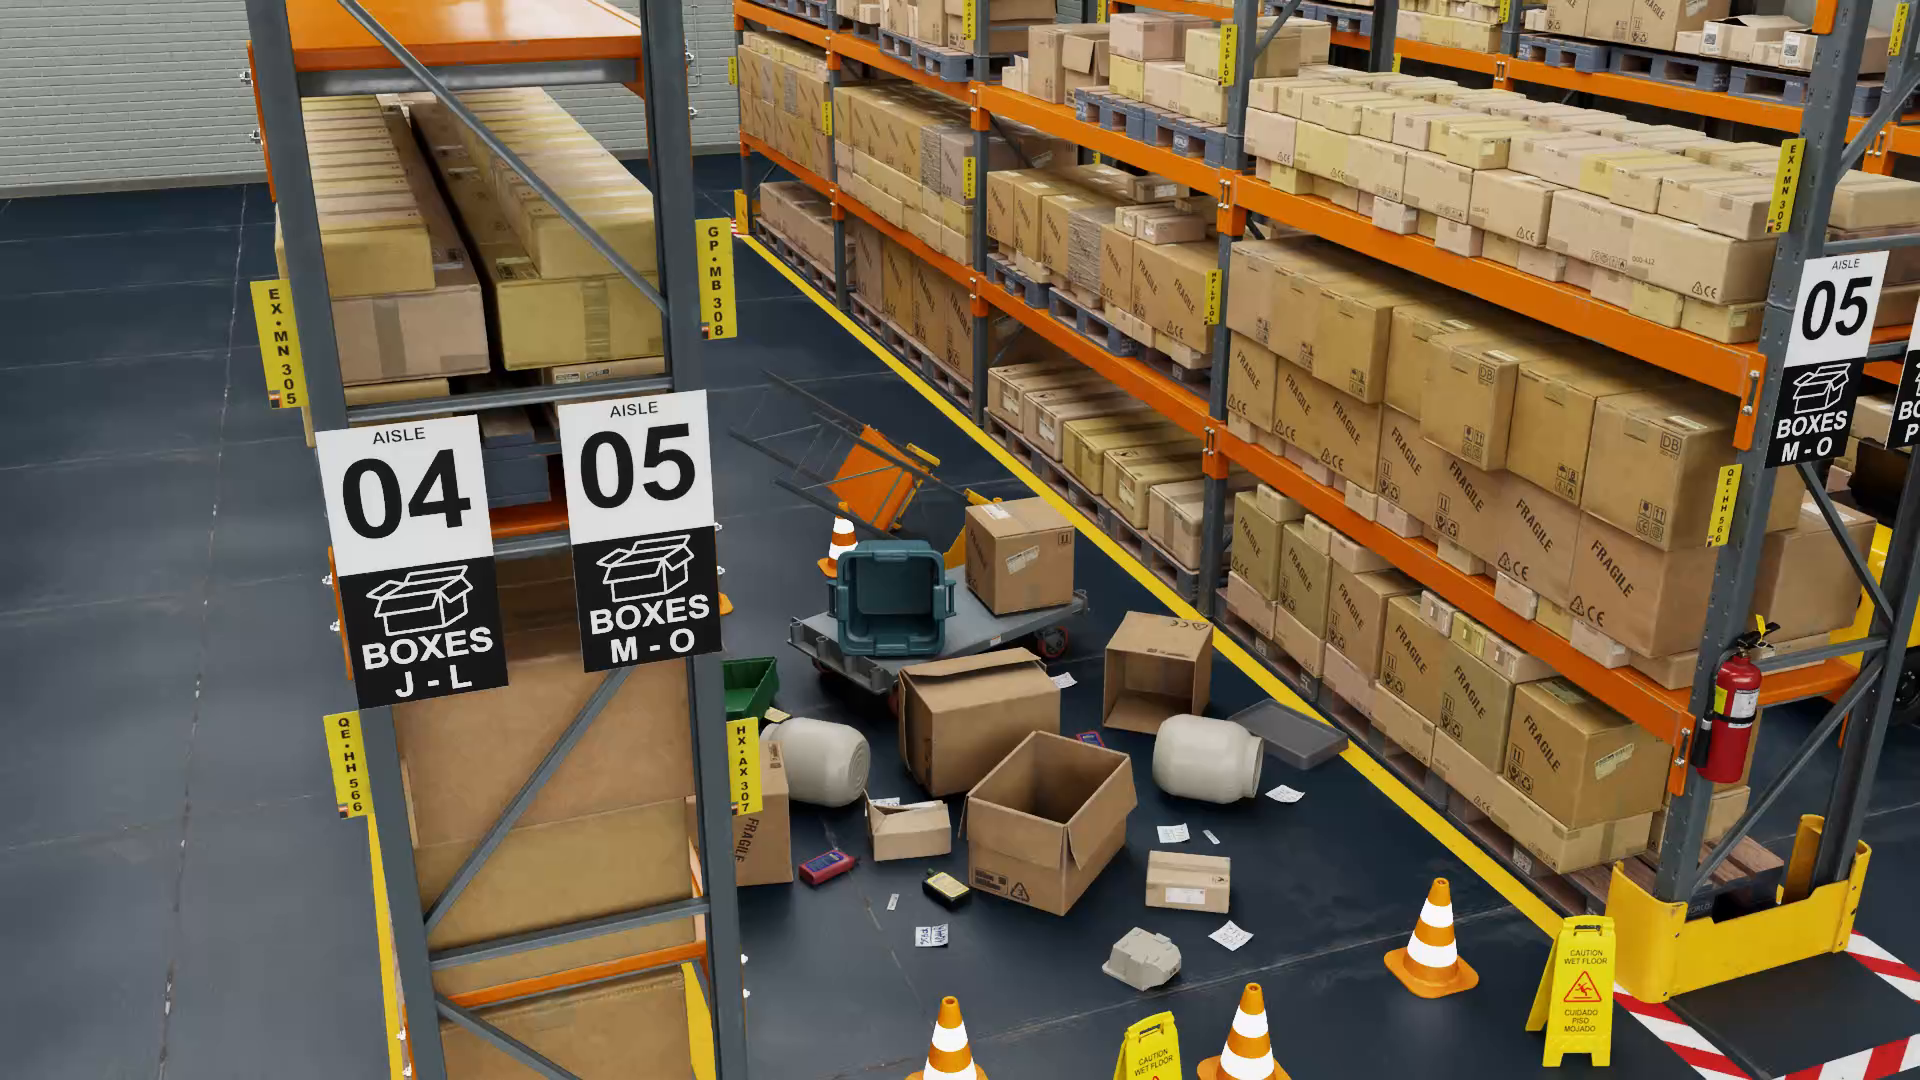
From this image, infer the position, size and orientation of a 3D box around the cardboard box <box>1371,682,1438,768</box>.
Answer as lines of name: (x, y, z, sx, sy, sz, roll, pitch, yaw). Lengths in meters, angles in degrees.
cardboard box: (2.516, 0.920, 8.705, 0.500, 0.250, 0.500, -9, 25, -21)

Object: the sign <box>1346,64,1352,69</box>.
sign: (4.340, -5.172, 18.668, 0.100, 0.325, 0.005, -8, 24, -19)

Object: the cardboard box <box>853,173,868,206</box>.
cardboard box: (-0.728, -3.425, 16.208, 0.500, 0.250, 0.500, -9, 24, -20)

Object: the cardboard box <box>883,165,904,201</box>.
cardboard box: (-0.384, -3.285, 15.231, 0.500, 0.250, 0.500, -9, 25, -21)

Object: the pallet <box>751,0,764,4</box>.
pallet: (-1.962, -6.405, 19.337, 1.003, 0.211, 1.213, -8, 24, -19)

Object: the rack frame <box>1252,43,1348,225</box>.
rack frame: (3.822, -4.561, 18.709, 1.000, 3.000, 0.127, -8, 24, -19)

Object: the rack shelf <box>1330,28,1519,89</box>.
rack shelf: (4.528, -4.885, 16.542, 1.077, 0.370, 4.000, -8, 24, -19)

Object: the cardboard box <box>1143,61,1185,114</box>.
cardboard box: (1.490, -2.855, 10.452, 0.500, 0.250, 0.500, -8, 24, -18)

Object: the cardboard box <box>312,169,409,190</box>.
cardboard box: (-1.883, -1.030, 5.096, 0.380, 0.149, 0.250, -8, 24, -18)

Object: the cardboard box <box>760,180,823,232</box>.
cardboard box: (-1.907, -4.119, 20.418, 0.875, 0.438, 0.875, -9, 25, -21)

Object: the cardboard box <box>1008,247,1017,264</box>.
cardboard box: (0.602, -2.252, 13.013, 0.380, 0.149, 0.250, -10, 25, -22)

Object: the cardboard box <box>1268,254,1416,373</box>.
cardboard box: (2.118, -1.237, 9.024, 0.700, 0.500, 0.500, -8, 24, -19)

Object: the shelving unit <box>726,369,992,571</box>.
shelving unit: (-0.669, -0.453, 11.089, 1.500, 0.587, 1.083, 28, 7, -32)

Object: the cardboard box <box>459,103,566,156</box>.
cardboard box: (-1.717, -1.581, 6.405, 0.380, 0.149, 0.250, -9, 24, -20)

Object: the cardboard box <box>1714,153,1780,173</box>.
cardboard box: (3.350, -1.498, 6.877, 0.380, 0.149, 0.250, -8, 24, -19)

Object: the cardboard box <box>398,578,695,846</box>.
cardboard box: (-1.271, 0.491, 5.140, 0.875, 0.550, 0.550, -8, 24, -19)

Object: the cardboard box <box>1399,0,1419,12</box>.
cardboard box: (4.454, -5.171, 15.975, 0.380, 0.149, 0.250, -8, 24, -17)

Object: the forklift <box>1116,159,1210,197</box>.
forklift: (2.014, -2.710, 14.406, 1.130, 2.935, 3.031, -8, 24, -19)

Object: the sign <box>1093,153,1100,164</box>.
sign: (1.097, -3.000, 13.617, 0.100, 0.325, 0.005, -8, 24, -19)

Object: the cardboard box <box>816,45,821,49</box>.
cardboard box: (-1.417, -5.578, 18.872, 0.380, 0.149, 0.250, -8, 24, -18)

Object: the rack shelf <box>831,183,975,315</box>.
rack shelf: (-0.114, -2.820, 15.505, 1.077, 0.370, 4.000, -8, 24, -19)

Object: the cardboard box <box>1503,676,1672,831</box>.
cardboard box: (2.892, 0.954, 7.657, 0.500, 0.500, 0.500, -8, 24, -19)

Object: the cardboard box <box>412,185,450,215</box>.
cardboard box: (-1.963, -0.996, 5.530, 0.500, 0.250, 0.500, -8, 24, -19)

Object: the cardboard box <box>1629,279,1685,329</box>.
cardboard box: (2.913, -0.962, 6.631, 0.380, 0.149, 0.250, -8, 24, -19)

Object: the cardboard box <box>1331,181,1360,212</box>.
cardboard box: (2.169, -1.817, 8.660, 0.380, 0.149, 0.250, -8, 24, -17)

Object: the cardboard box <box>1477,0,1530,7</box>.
cardboard box: (4.837, -4.826, 14.772, 0.380, 0.149, 0.250, -8, 24, -17)

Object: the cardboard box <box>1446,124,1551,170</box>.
cardboard box: (2.450, -1.787, 7.563, 0.380, 0.149, 0.250, -8, 24, -18)

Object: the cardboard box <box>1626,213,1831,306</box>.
cardboard box: (2.986, -1.117, 6.487, 0.500, 0.250, 0.500, -9, 24, -20)

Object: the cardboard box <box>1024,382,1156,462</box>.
cardboard box: (1.051, -0.934, 12.946, 0.950, 0.372, 0.625, -9, 24, -20)

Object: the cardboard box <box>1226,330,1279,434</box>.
cardboard box: (1.900, -0.957, 9.646, 0.500, 0.500, 0.500, -8, 24, -19)

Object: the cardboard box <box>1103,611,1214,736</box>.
cardboard box: (1.111, 0.755, 9.311, 0.500, 0.500, 0.500, 8, 24, 18)

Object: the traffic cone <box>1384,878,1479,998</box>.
traffic cone: (2.060, 1.672, 7.188, 0.336, 0.463, 0.334, -8, 24, -19)

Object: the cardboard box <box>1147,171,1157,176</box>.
cardboard box: (2.802, -4.505, 21.253, 0.700, 0.500, 0.500, -7, 24, -17)

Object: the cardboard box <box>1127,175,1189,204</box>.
cardboard box: (1.435, -2.545, 12.038, 0.380, 0.149, 0.250, -10, 25, -22)

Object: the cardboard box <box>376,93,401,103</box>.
cardboard box: (-3.231, -2.227, 8.833, 0.500, 0.250, 0.500, -9, 24, -19)

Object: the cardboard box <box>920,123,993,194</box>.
cardboard box: (-0.024, -3.269, 14.228, 0.500, 0.500, 0.500, -8, 24, -18)

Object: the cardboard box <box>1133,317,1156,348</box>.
cardboard box: (1.364, -1.385, 10.958, 0.380, 0.149, 0.250, -9, 24, -20)

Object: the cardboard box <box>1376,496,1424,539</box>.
cardboard box: (2.375, -0.144, 8.552, 0.380, 0.149, 0.250, -8, 24, -19)

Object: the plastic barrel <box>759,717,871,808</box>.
plastic barrel: (-0.754, 1.133, 8.516, 0.512, 0.421, 0.421, 8, 24, 18)

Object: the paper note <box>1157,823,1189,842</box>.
paper note: (1.063, 1.456, 8.272, 0.148, 0.019, 0.142, 0, 23, -1)

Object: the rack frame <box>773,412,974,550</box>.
rack frame: (-0.460, -0.272, 10.651, 1.500, 0.500, 0.032, 28, 7, -32)

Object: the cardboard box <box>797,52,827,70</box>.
cardboard box: (-1.526, -5.131, 17.809, 0.380, 0.149, 0.250, -9, 24, -19)

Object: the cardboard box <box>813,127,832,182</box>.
cardboard box: (-1.223, -4.058, 17.387, 0.500, 0.500, 0.500, -8, 24, -19)

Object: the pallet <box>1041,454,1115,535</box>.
pallet: (1.295, -0.413, 12.459, 1.003, 0.211, 1.213, -8, 24, -19)

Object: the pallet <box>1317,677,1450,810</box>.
pallet: (2.711, 0.997, 9.114, 1.003, 0.211, 1.213, -8, 24, -19)

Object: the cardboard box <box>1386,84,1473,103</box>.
cardboard box: (2.494, -2.330, 8.850, 0.380, 0.149, 0.250, -8, 24, -18)

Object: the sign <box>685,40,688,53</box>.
sign: (-4.314, -7.518, 25.376, 0.327, 0.218, 0.001, -8, 24, -19)

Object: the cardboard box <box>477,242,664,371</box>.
cardboard box: (-1.107, -0.703, 4.834, 0.500, 0.250, 0.500, -8, 24, -19)

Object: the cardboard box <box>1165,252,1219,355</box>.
cardboard box: (1.628, -1.485, 10.358, 0.500, 0.500, 0.500, -9, 24, -20)

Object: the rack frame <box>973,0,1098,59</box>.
rack frame: (0.593, -5.189, 12.476, 1.000, 3.000, 0.127, -8, 24, -19)

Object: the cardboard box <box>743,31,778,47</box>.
cardboard box: (-2.367, -5.971, 19.802, 0.380, 0.149, 0.250, -8, 24, -18)

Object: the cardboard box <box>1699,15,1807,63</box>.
cardboard box: (5.893, -3.743, 12.352, 0.500, 0.311, 0.500, -9, 25, -21)

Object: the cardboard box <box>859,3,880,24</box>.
cardboard box: (-0.701, -4.839, 15.266, 0.380, 0.166, 0.250, -10, 25, -23)
